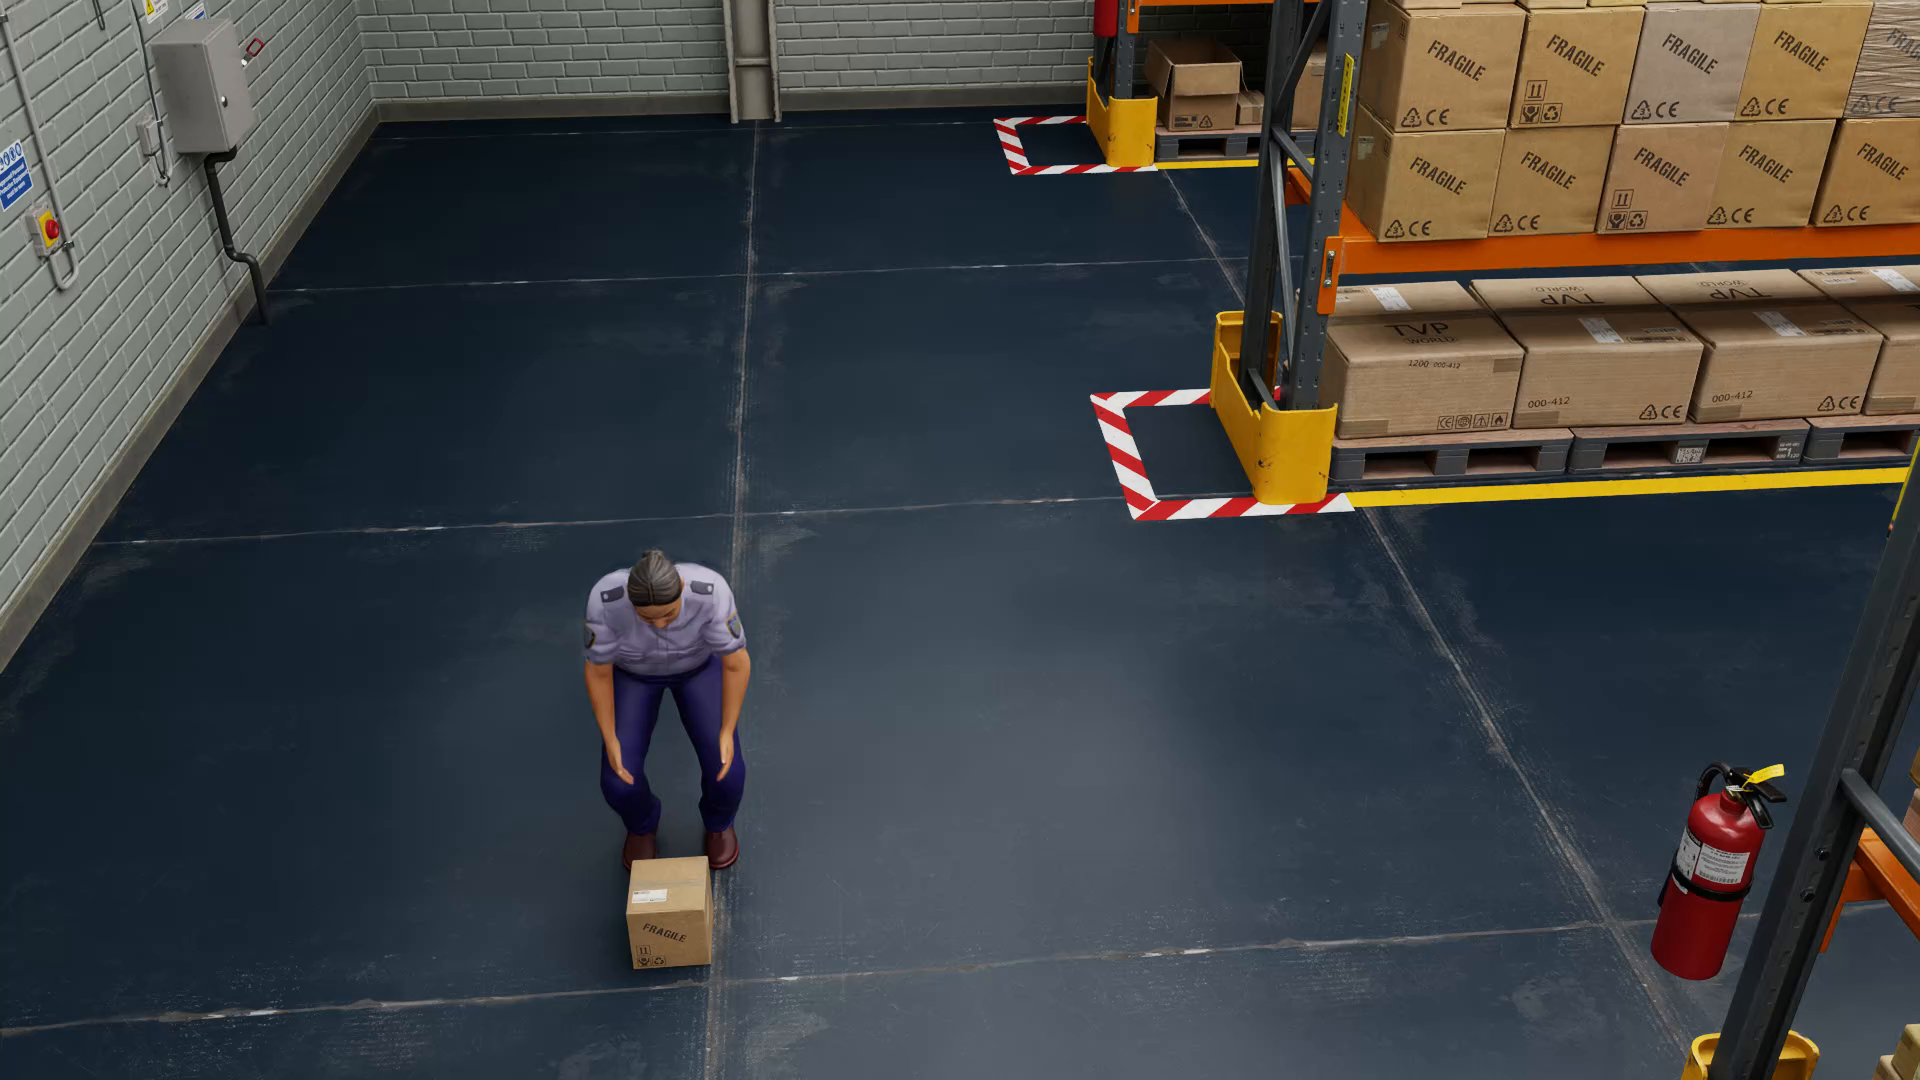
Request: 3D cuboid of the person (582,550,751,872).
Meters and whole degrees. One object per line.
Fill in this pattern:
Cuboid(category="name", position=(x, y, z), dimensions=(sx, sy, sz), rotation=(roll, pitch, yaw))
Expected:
Cuboid(category="person", position=(-0.956, 0.529, 5.568), dimensions=(0.534, 1.356, 0.655), rotation=(-3, 31, -4))
